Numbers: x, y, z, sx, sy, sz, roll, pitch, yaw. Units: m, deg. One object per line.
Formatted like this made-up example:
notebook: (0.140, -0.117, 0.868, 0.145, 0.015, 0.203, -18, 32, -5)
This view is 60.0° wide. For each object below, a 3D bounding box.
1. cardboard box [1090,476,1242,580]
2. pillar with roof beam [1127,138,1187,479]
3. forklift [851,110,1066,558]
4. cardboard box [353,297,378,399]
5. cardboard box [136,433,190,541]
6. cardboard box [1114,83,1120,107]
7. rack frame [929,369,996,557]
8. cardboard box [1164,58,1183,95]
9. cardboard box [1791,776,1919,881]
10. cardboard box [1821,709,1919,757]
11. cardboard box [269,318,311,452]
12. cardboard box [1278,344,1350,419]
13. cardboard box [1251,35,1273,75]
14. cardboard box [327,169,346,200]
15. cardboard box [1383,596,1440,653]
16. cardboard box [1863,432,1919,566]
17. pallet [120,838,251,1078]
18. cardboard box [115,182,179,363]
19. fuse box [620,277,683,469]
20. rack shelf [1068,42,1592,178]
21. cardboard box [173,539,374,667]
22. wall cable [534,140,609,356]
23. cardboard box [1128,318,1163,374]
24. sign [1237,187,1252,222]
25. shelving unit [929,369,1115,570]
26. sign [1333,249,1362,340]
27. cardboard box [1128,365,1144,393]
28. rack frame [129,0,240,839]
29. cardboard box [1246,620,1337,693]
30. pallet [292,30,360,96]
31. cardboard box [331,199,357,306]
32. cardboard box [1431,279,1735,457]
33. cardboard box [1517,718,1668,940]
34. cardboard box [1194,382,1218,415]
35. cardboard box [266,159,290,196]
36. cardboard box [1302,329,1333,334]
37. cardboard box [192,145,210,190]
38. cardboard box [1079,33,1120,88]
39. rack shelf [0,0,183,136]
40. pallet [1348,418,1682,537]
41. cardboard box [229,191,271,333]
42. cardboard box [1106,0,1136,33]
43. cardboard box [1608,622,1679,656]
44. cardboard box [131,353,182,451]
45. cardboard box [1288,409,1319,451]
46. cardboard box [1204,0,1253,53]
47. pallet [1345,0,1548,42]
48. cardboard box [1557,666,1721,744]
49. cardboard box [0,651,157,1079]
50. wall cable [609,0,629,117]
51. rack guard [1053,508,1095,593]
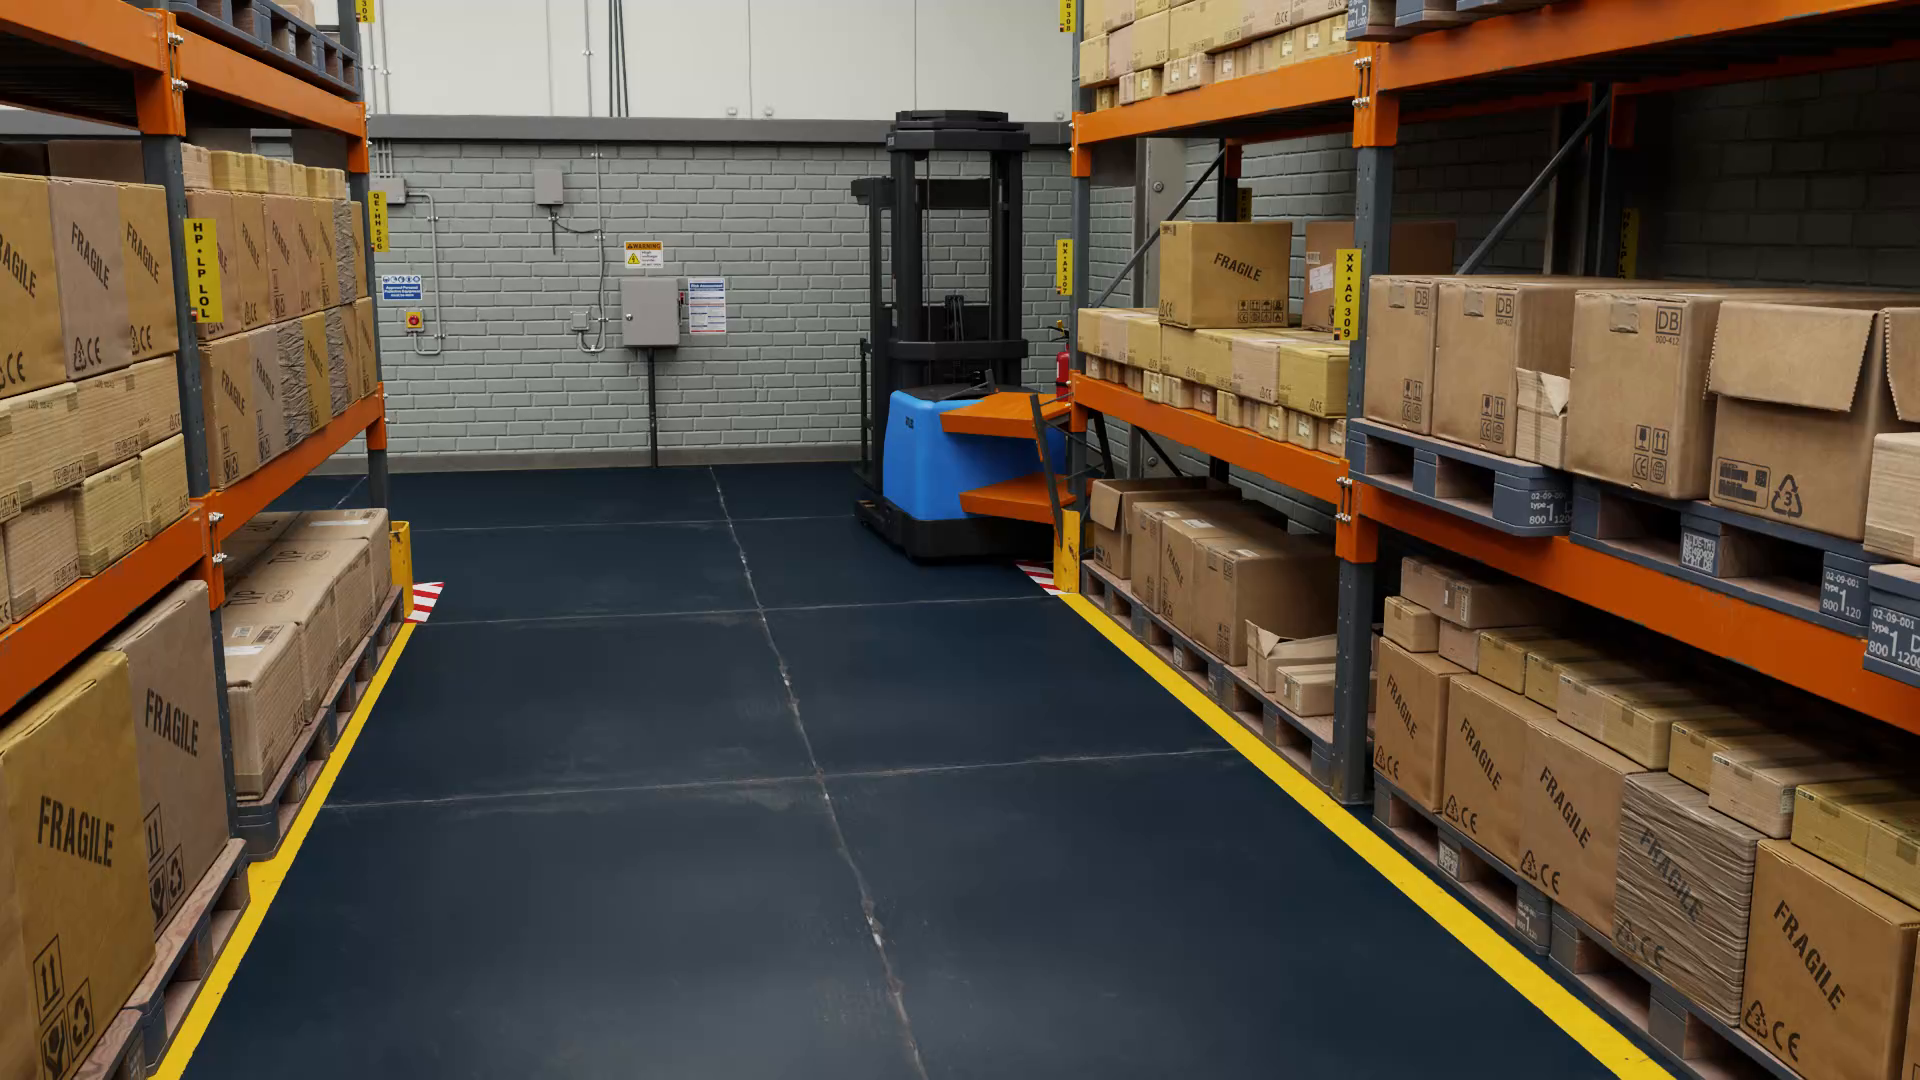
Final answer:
cardboard box: (1.184, -0.081, 9.652, 0.797, 0.503, 0.637, -3, 11, -13)
pillar with roof beam: (-2.705, -4.534, 11.452, 9.100, 9.000, 0.400, -2, 11, -11)
forklift: (-0.161, -1.553, 12.019, 1.130, 2.935, 3.031, -3, 11, -15)
cardboard box: (-3.357, -1.005, 8.690, 0.500, 0.500, 0.500, -2, 11, -11)
cardboard box: (-2.598, -0.155, 4.889, 0.500, 0.250, 0.500, -2, 11, -12)
cardboard box: (1.069, -2.452, 9.209, 0.380, 0.149, 0.250, -2, 11, -10)
rack frame: (0.124, -0.502, 10.862, 0.500, 1.125, 0.032, -23, 19, -32)
cardboard box: (1.195, -2.215, 7.961, 0.380, 0.149, 0.250, -2, 11, -11)
cardboard box: (2.222, 0.678, 3.940, 0.380, 0.149, 0.250, -2, 11, -12)
cardboard box: (2.603, 0.561, 4.556, 0.380, 0.149, 0.250, -3, 11, -13)
cardboard box: (-2.951, -0.630, 6.718, 0.500, 0.500, 0.500, -2, 11, -11)
cardboard box: (1.598, -0.640, 6.641, 0.500, 0.250, 0.500, -2, 11, -10)
cardboard box: (1.445, -2.028, 6.978, 0.380, 0.149, 0.250, -2, 11, -11)
cardboard box: (-3.238, -1.746, 8.169, 0.380, 0.149, 0.250, -2, 11, -12)
cardboard box: (1.745, 0.296, 5.948, 0.380, 0.149, 0.250, -2, 11, -8)
cardboard box: (2.191, -0.064, 3.286, 0.500, 0.250, 0.500, -3, 11, -14)
pallet: (-2.708, 1.207, 4.790, 1.003, 0.211, 1.213, -2, 11, -11)
cardboard box: (-2.599, -0.769, 4.773, 0.500, 0.500, 0.500, -2, 11, -9)
fuse box: (-2.741, -1.485, 14.923, 0.539, 1.711, 0.414, -2, 11, -11)
rack shelf: (1.547, -1.970, 7.925, 1.077, 0.370, 4.000, -2, 11, -11)
cardboard box: (-3.297, 0.302, 7.816, 0.875, 0.438, 0.875, -2, 11, -9)
wall cable: (-3.441, -2.621, 14.729, 0.588, 1.984, 0.122, -2, 11, -11)
cardboard box: (1.182, -1.011, 8.589, 0.500, 0.250, 0.500, -2, 11, -12)
sign: (1.706, -1.957, 10.014, 0.100, 0.325, 0.005, -2, 11, -11)
shelving unit: (0.425, -0.452, 10.456, 0.538, 1.125, 1.048, -23, 19, -32)
sign: (1.405, -0.887, 6.019, 0.100, 0.325, 0.005, -2, 11, -11)
cardboard box: (1.122, -0.882, 8.981, 0.380, 0.149, 0.250, -2, 11, -9)
rack frame: (-2.932, -0.302, 5.259, 1.000, 3.000, 0.127, -2, 11, -11)
cardboard box: (1.470, 0.497, 7.252, 0.396, 0.266, 0.258, -2, 11, -9)
pallet: (-3.556, -2.330, 8.128, 1.003, 0.211, 1.213, -2, 11, -11)
cardboard box: (-3.252, -1.401, 8.093, 0.500, 0.500, 0.500, -2, 11, -11)
cardboard box: (1.911, -0.546, 5.154, 0.700, 0.500, 0.500, -2, 11, -10)
cardboard box: (2.015, 0.825, 4.903, 0.500, 0.500, 0.500, -2, 11, -13)
cardboard box: (1.344, -0.692, 7.983, 0.380, 0.149, 0.250, -2, 11, -11)
cardboard box: (-3.017, -1.508, 6.920, 0.380, 0.149, 0.250, -2, 11, -11)
cardboard box: (1.902, -0.842, 7.705, 0.500, 0.250, 0.500, -2, 11, -10)
cardboard box: (-2.805, -1.274, 5.693, 0.380, 0.149, 0.250, -2, 11, -10)
cardboard box: (0.976, -2.671, 9.291, 0.500, 0.250, 0.500, -2, 11, -12)
rack shelf: (-2.543, -1.055, 3.118, 1.077, 0.370, 4.000, -2, 11, -11)
pallet: (1.984, -0.238, 5.438, 1.003, 0.211, 1.213, -2, 11, -11)
cardboard box: (-2.879, -1.031, 6.149, 0.500, 0.500, 0.500, -2, 11, -12)
cardboard box: (1.078, -2.824, 8.755, 0.500, 0.250, 0.500, -2, 11, -11)
cardboard box: (2.402, 0.370, 5.560, 0.380, 0.149, 0.250, -2, 11, -10)
cardboard box: (-2.608, -0.401, 4.848, 0.500, 0.250, 0.500, -2, 11, -11)
cardboard box: (1.554, -0.456, 6.740, 0.380, 0.149, 0.250, -2, 11, -9)
cardboard box: (1.397, -2.297, 7.328, 0.500, 0.250, 0.500, -2, 11, -10)
pallet: (1.994, -1.742, 5.306, 1.213, 0.211, 1.003, -2, 11, -11)
cardboard box: (2.014, 0.487, 4.941, 0.380, 0.149, 0.250, -2, 11, -11)
cardboard box: (-2.550, 0.812, 3.967, 0.875, 0.875, 0.875, -2, 11, -9)
wall cable: (-1.615, -5.155, 14.613, 2.988, 3.039, 0.133, -2, 11, -11)
rack guard: (1.173, 0.025, 10.226, 1.175, 0.500, 0.348, -2, 11, -11)
